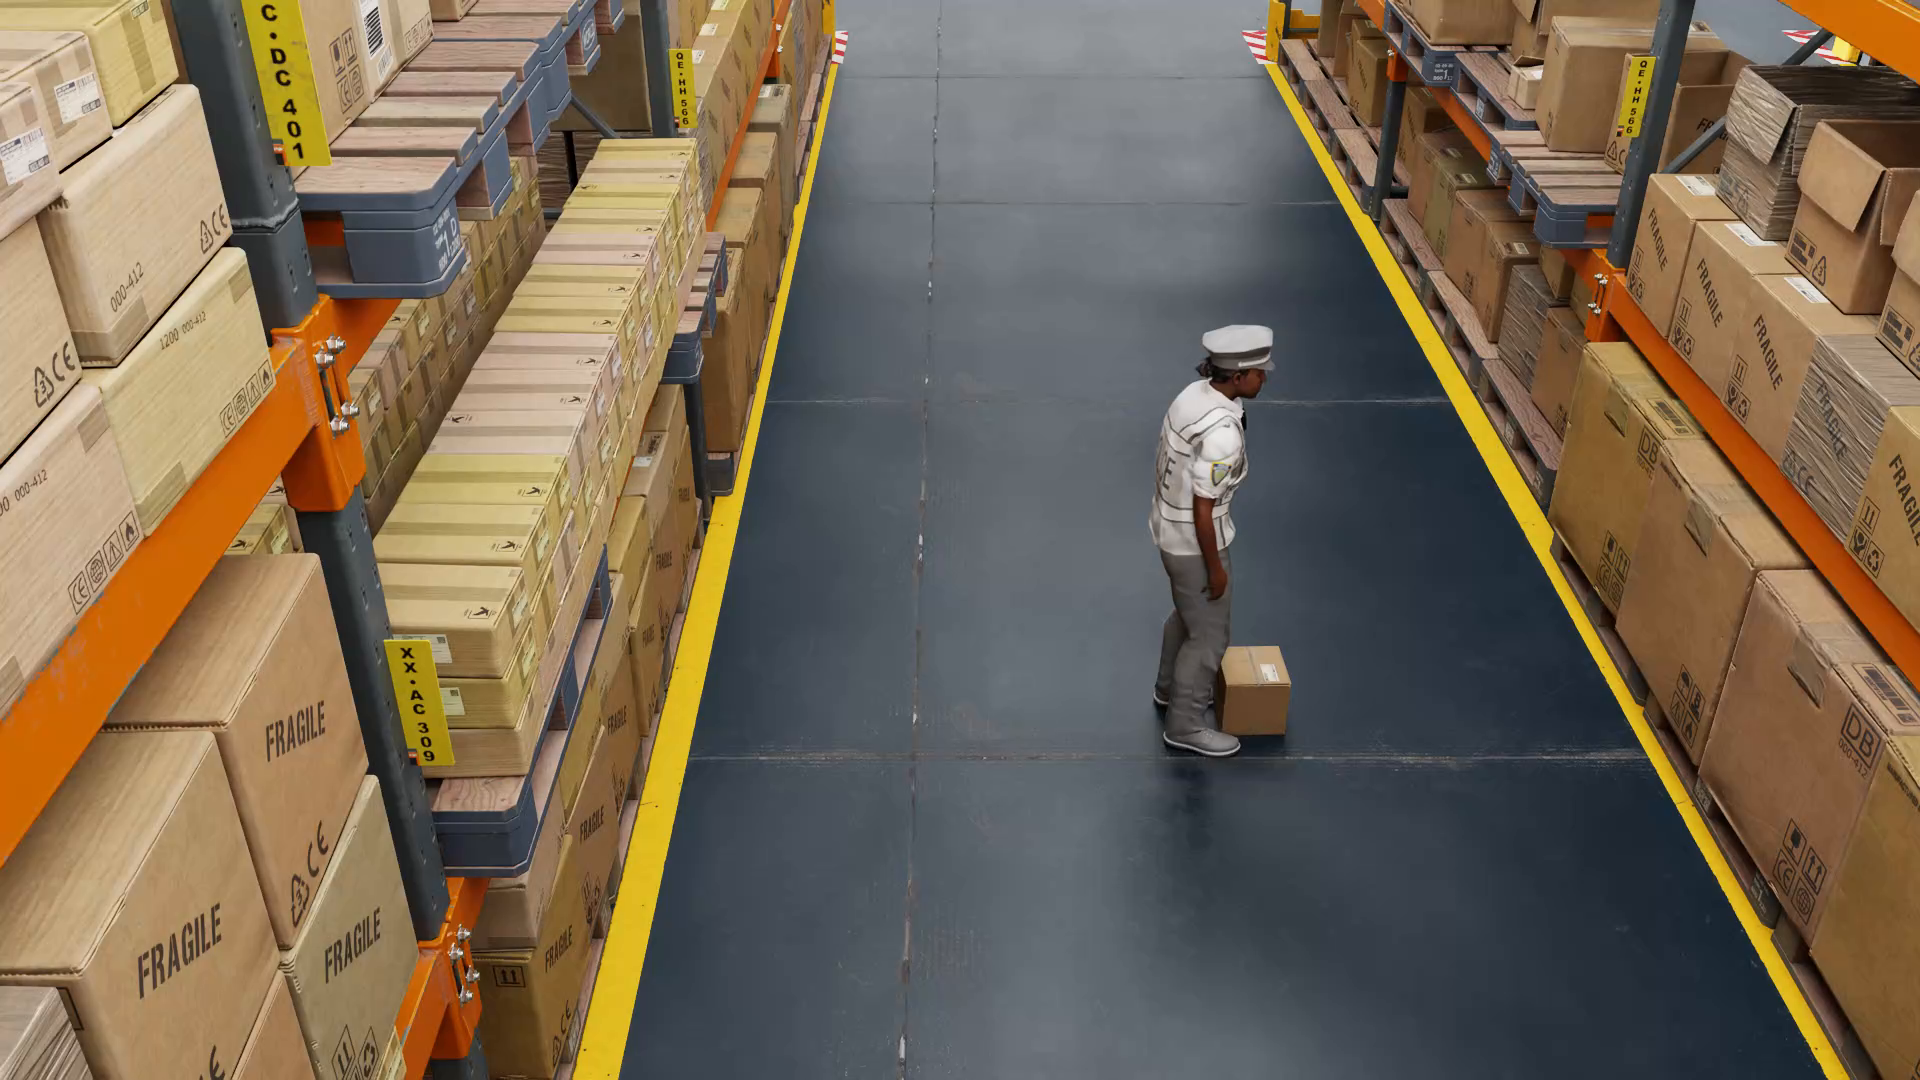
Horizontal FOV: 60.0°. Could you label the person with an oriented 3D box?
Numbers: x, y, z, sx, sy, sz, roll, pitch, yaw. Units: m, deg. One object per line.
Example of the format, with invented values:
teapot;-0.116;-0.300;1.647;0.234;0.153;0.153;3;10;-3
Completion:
person;0.899;0.001;6.136;0.396;1.657;0.503;0;32;-1
